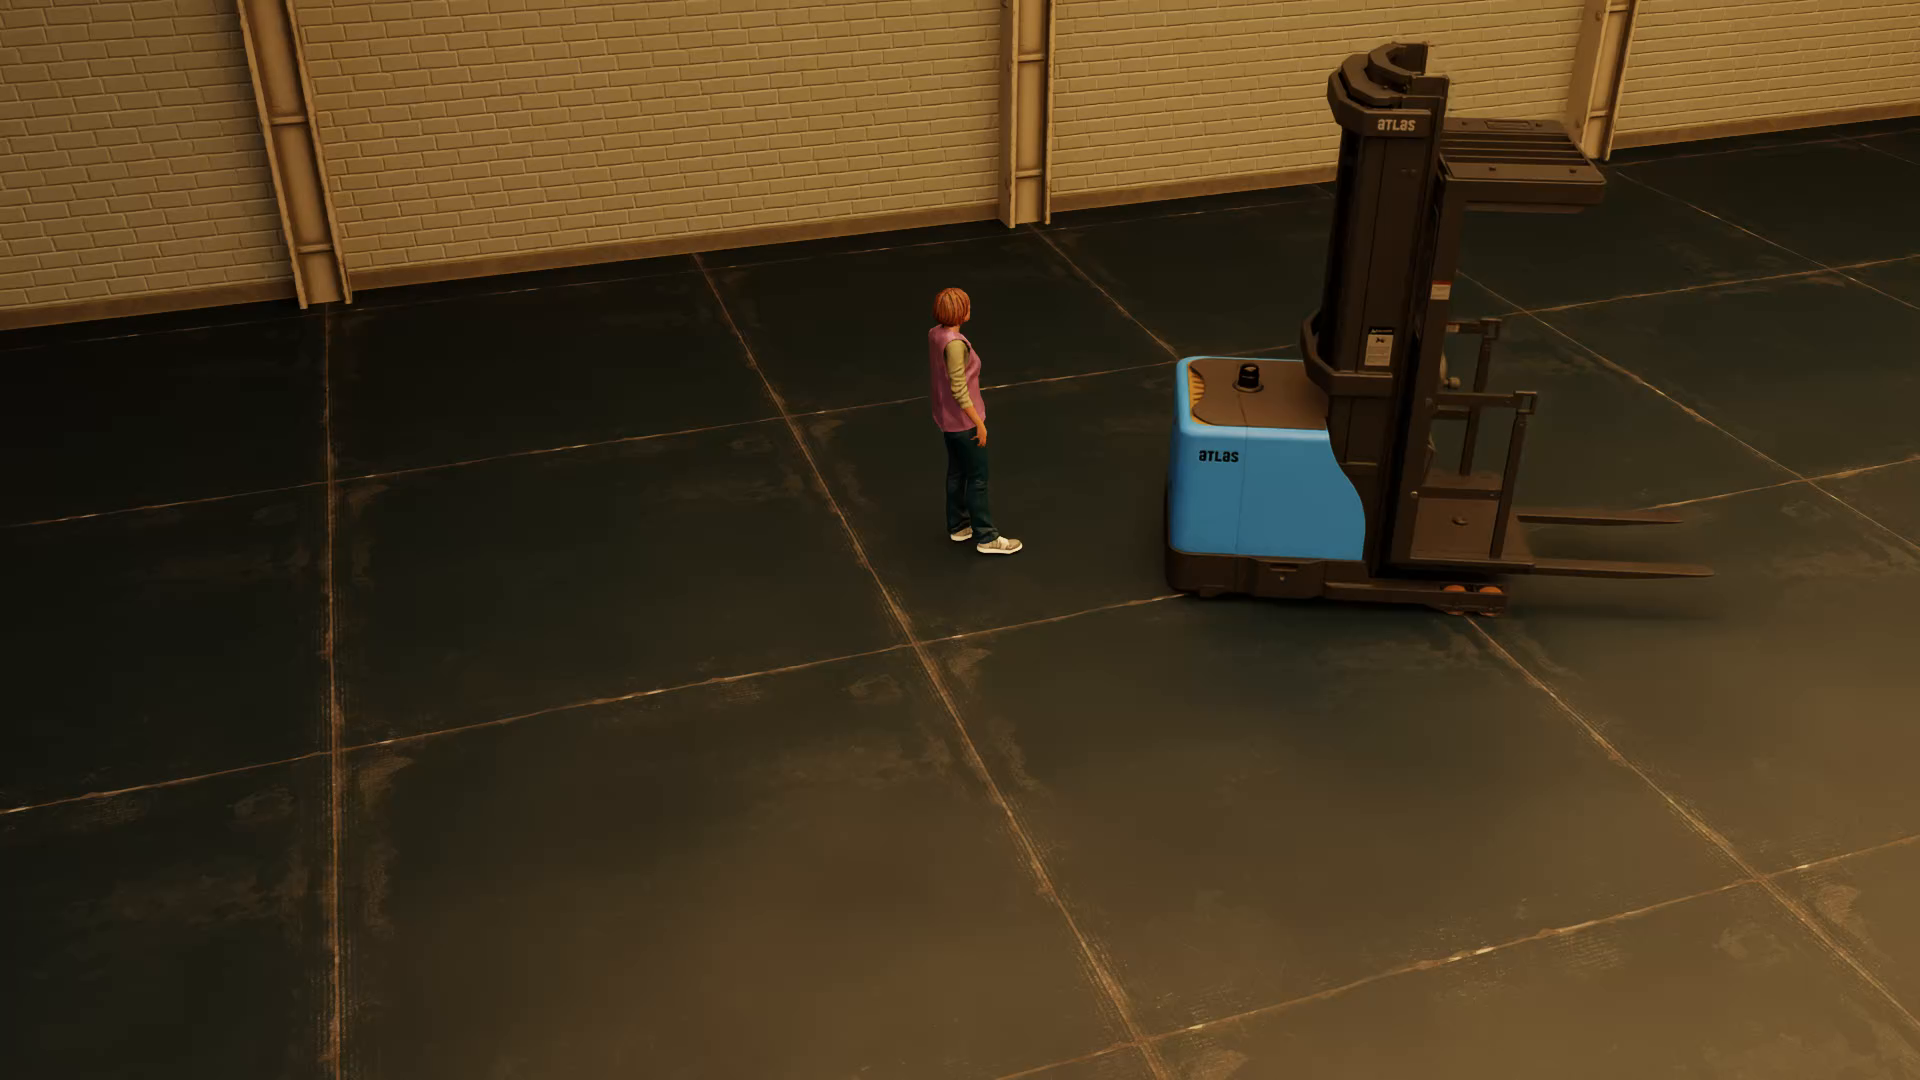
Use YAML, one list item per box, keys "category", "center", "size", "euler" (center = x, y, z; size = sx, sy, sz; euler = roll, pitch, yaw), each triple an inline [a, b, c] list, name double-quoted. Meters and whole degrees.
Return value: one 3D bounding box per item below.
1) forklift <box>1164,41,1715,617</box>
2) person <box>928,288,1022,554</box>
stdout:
- category: "forklift"
  center: [2.722, -1.121, 9.035]
  size: [3.031, 2.935, 1.130]
  euler: [3, 30, 5]
- category: "person"
  center: [0.074, -0.704, 9.633]
  size: [0.476, 1.597, 0.520]
  euler: [-10, 31, -16]
